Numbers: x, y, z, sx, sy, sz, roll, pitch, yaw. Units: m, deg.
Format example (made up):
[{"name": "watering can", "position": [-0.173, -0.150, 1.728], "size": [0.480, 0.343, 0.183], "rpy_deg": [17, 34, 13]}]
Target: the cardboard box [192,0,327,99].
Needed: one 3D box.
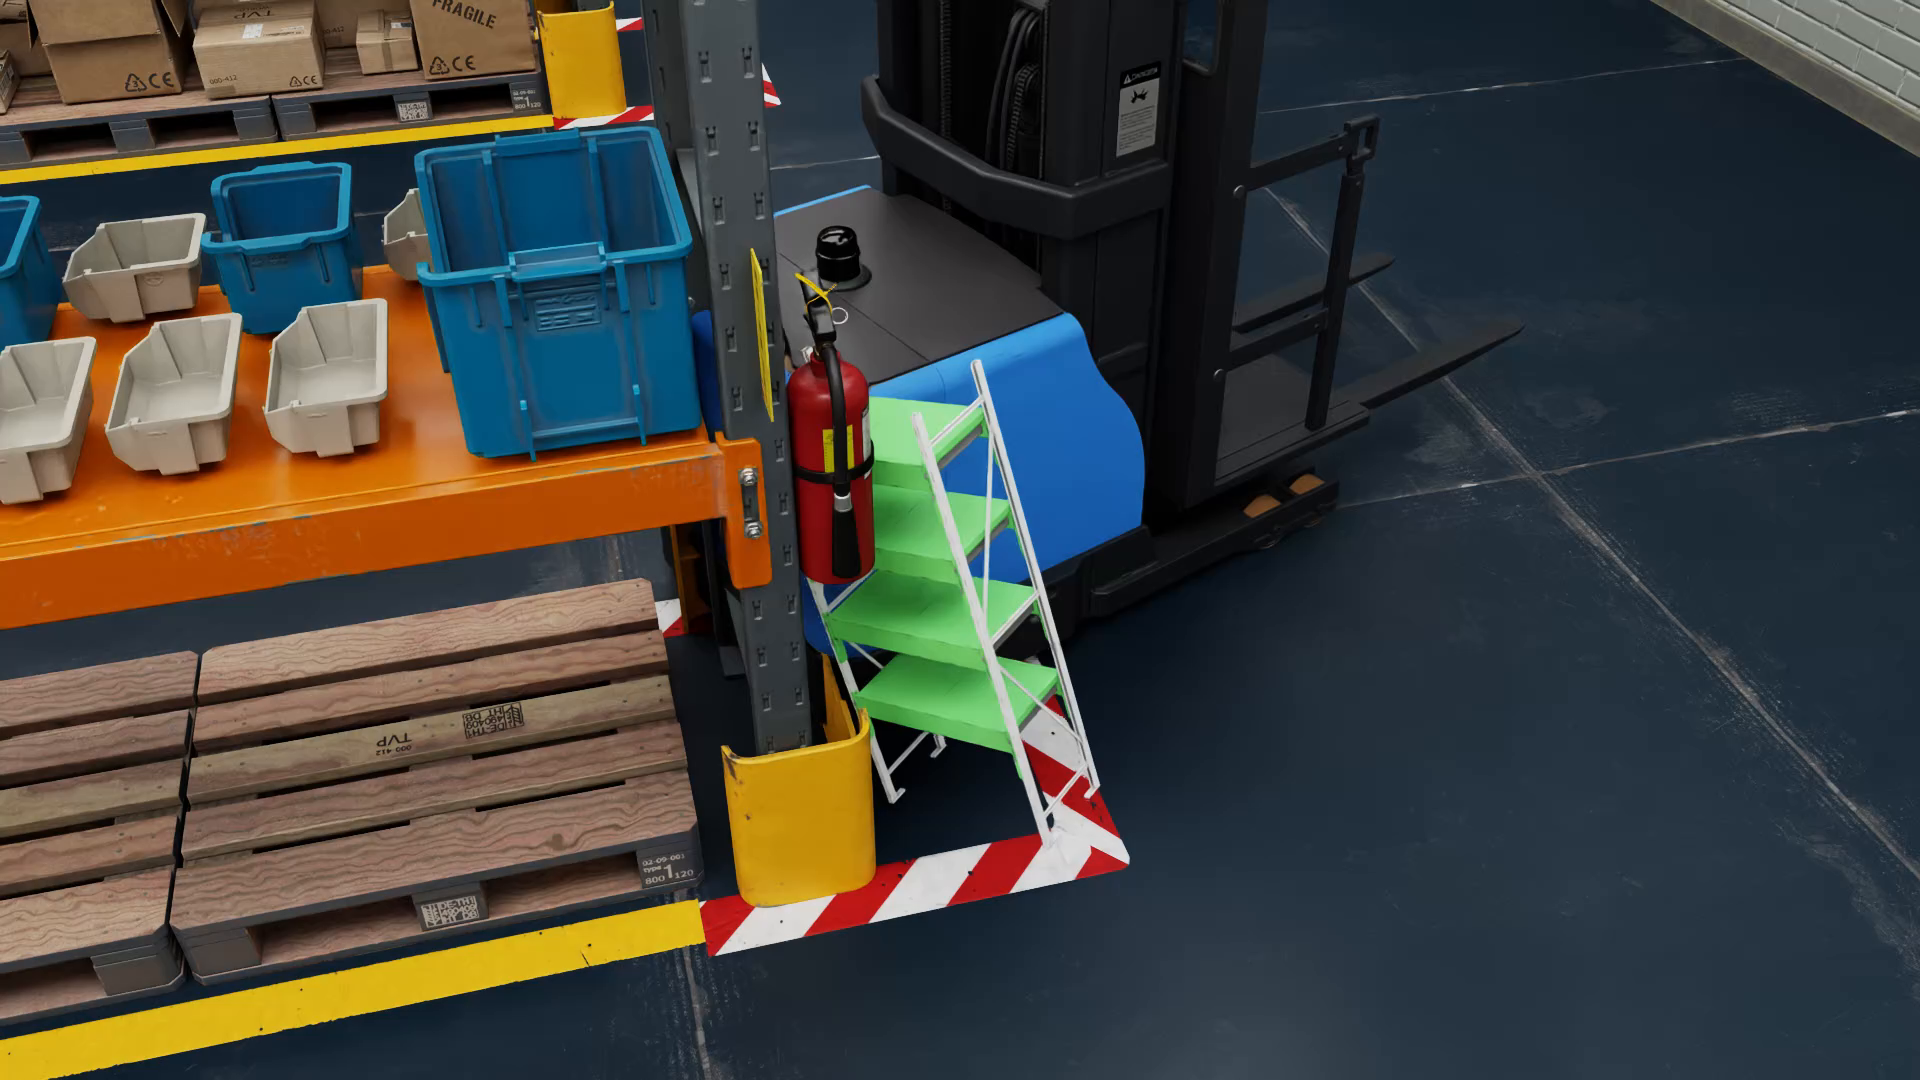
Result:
[{"name": "cardboard box", "position": [-3.207, -2.265, 7.643], "size": [0.500, 0.250, 0.500], "rpy_deg": [-9, 38, -12]}]

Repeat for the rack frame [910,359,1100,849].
[{"name": "rack frame", "position": [0.122, 0.178, 3.753], "size": [0.015, 1.200, 0.240], "rpy_deg": [9, 39, 37]}]

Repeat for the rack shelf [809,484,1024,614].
[{"name": "rack shelf", "position": [-0.114, 0.002, 3.812], "size": [0.480, 0.148, 0.258], "rpy_deg": [9, 39, 37]}]

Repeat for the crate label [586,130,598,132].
[{"name": "crate label", "position": [-0.858, -0.751, 3.851], "size": [0.303, 0.233, 0.416], "rpy_deg": [-9, 38, -12]}]

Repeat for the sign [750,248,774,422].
[{"name": "sign", "position": [-0.374, -0.384, 3.149], "size": [0.005, 0.325, 0.100], "rpy_deg": [-9, 38, -12]}]

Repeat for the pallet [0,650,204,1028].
[{"name": "pallet", "position": [-2.515, 0.767, 4.074], "size": [1.213, 0.211, 1.003], "rpy_deg": [-9, 38, -12]}]

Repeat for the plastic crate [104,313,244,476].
[{"name": "plastic crate", "position": [-1.557, -0.286, 3.323], "size": [0.243, 0.136, 0.396], "rpy_deg": [-9, 38, -12]}]

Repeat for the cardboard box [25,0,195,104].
[{"name": "cardboard box", "position": [-3.871, -2.396, 7.606], "size": [0.637, 0.503, 0.797], "rpy_deg": [-9, 38, -12]}]

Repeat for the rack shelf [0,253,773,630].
[{"name": "rack shelf", "position": [-2.464, -0.037, 3.422], "size": [4.000, 0.370, 1.077], "rpy_deg": [-9, 38, -12]}]

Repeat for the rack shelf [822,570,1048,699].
[{"name": "rack shelf", "position": [-0.053, 0.200, 3.933], "size": [0.480, 0.148, 0.258], "rpy_deg": [9, 39, 37]}]

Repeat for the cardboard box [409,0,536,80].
[{"name": "cardboard box", "position": [-2.282, -2.497, 7.741], "size": [0.500, 0.500, 0.500], "rpy_deg": [-9, 38, -12]}]

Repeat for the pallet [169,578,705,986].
[{"name": "pallet", "position": [-1.340, 0.576, 4.324], "size": [1.213, 0.211, 1.003], "rpy_deg": [-9, 38, -12]}]

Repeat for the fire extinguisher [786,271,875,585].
[{"name": "fire extinguisher", "position": [-0.269, -0.218, 3.437], "size": [0.183, 0.674, 0.296], "rpy_deg": [-9, 38, -12]}]

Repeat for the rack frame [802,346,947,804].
[{"name": "rack frame", "position": [-0.261, 0.116, 4.048], "size": [0.015, 1.200, 0.240], "rpy_deg": [9, 39, 37]}]

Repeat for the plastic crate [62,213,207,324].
[{"name": "plastic crate", "position": [-1.844, -0.603, 3.737], "size": [0.298, 0.136, 0.250], "rpy_deg": [-9, 38, -12]}]

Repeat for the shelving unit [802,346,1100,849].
[{"name": "shelving unit", "position": [-0.069, 0.147, 3.901], "size": [0.503, 1.200, 0.258], "rpy_deg": [9, 39, 37]}]

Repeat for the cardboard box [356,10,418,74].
[{"name": "cardboard box", "position": [-2.697, -2.353, 7.827], "size": [0.250, 0.166, 0.380], "rpy_deg": [-9, 38, -12]}]

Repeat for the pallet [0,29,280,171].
[{"name": "pallet", "position": [-3.840, -2.108, 7.832], "size": [1.213, 0.211, 1.003], "rpy_deg": [-9, 38, -12]}]

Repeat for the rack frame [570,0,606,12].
[{"name": "rack frame", "position": [-1.821, -3.546, 7.416], "size": [0.127, 3.000, 1.000], "rpy_deg": [-9, 38, -12]}]

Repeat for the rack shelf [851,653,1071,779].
[{"name": "rack shelf", "position": [0.008, 0.398, 4.054], "size": [0.480, 0.148, 0.258], "rpy_deg": [9, 39, 37]}]

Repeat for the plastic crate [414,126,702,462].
[{"name": "plastic crate", "position": [-0.808, -0.515, 3.376], "size": [0.499, 0.435, 0.616], "rpy_deg": [-9, 38, -12]}]

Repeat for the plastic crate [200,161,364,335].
[{"name": "plastic crate", "position": [-1.493, -0.647, 3.715], "size": [0.300, 0.233, 0.416], "rpy_deg": [-9, 38, -12]}]

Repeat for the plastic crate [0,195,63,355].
[{"name": "plastic crate", "position": [-2.129, -0.543, 3.579], "size": [0.300, 0.233, 0.416], "rpy_deg": [-9, 38, -12]}]

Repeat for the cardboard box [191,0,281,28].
[{"name": "cardboard box", "position": [-3.386, -2.550, 8.016], "size": [0.500, 0.250, 0.500], "rpy_deg": [-9, 38, -12]}]

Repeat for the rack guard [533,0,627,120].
[{"name": "rack guard", "position": [-1.895, -2.541, 8.160], "size": [0.348, 0.500, 1.175], "rpy_deg": [-9, 38, -12]}]

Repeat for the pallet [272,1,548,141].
[{"name": "pallet", "position": [-2.664, -2.299, 8.082], "size": [1.213, 0.211, 1.003], "rpy_deg": [-9, 38, -12]}]

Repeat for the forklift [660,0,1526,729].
[{"name": "forklift", "position": [0.585, -1.372, 4.631], "size": [3.031, 2.935, 1.130], "rpy_deg": [-24, 43, -28]}]

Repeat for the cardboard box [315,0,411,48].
[{"name": "cardboard box", "position": [-2.903, -2.630, 8.120], "size": [0.500, 0.250, 0.500], "rpy_deg": [-9, 38, -12]}]

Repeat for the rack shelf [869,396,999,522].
[{"name": "rack shelf", "position": [-0.175, -0.196, 3.691], "size": [0.480, 0.148, 0.258], "rpy_deg": [9, 39, 37]}]

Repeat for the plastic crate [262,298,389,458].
[{"name": "plastic crate", "position": [-1.274, -0.323, 3.372], "size": [0.243, 0.136, 0.396], "rpy_deg": [-9, 38, -12]}]

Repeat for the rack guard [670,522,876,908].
[{"name": "rack guard", "position": [-0.514, 0.342, 4.392], "size": [0.348, 0.500, 1.175], "rpy_deg": [-9, 38, -12]}]

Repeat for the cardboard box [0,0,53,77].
[{"name": "cardboard box", "position": [-4.483, -2.394, 7.762], "size": [0.500, 0.311, 0.500], "rpy_deg": [-9, 38, -12]}]

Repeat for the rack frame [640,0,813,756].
[{"name": "rack frame", "position": [-0.534, -0.640, 3.618], "size": [0.127, 3.000, 1.000], "rpy_deg": [-9, 38, -12]}]

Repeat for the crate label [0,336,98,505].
[{"name": "crate label", "position": [-1.820, -0.228, 3.246], "size": [0.243, 0.136, 0.396], "rpy_deg": [-9, 38, -12]}]

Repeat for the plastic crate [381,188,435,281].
[{"name": "plastic crate", "position": [-1.189, -0.711, 3.878], "size": [0.298, 0.136, 0.250], "rpy_deg": [-9, 38, -12]}]

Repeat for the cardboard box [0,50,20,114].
[{"name": "cardboard box", "position": [-4.389, -2.044, 7.423], "size": [0.250, 0.166, 0.380], "rpy_deg": [-9, 38, -12]}]
